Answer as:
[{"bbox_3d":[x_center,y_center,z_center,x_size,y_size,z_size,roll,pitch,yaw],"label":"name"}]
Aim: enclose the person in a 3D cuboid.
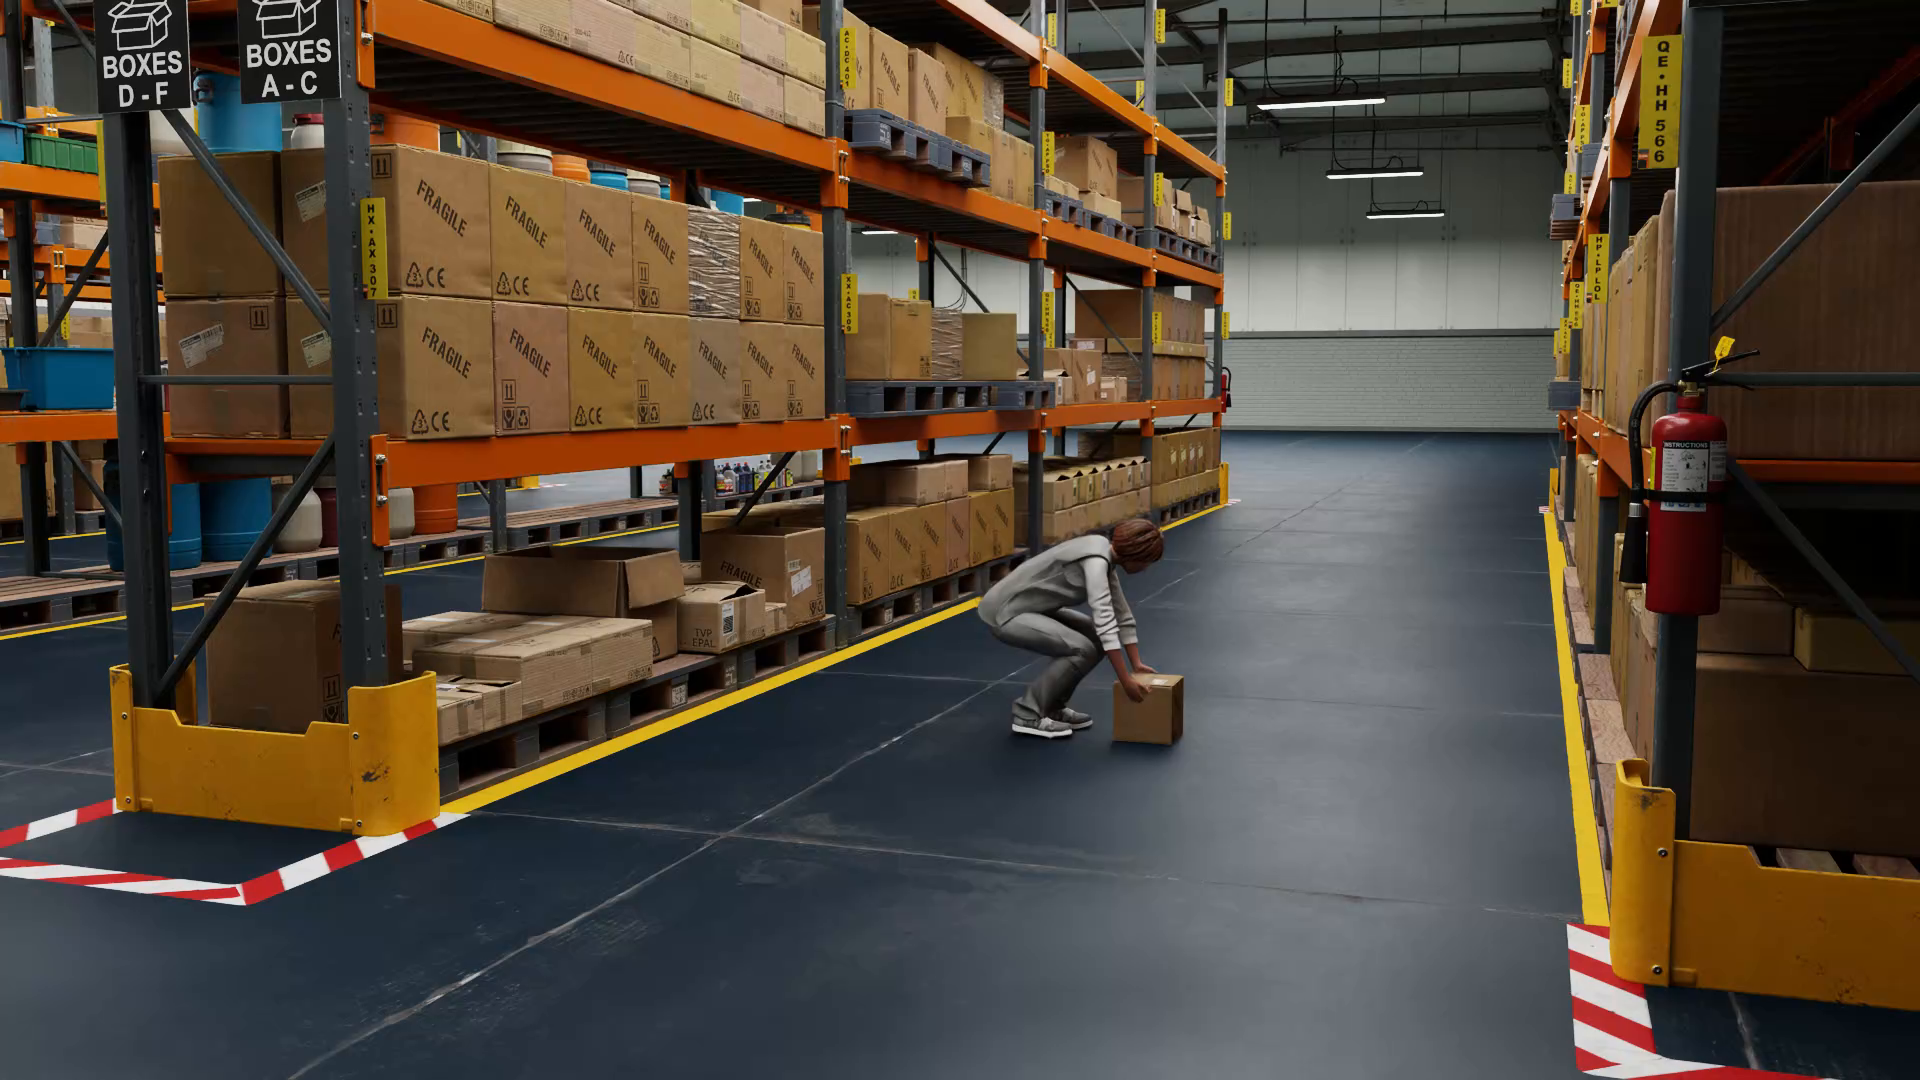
[{"bbox_3d":[0.474,0.371,7.143,0.788,0.919,0.451,2,6,18],"label":"person"}]
